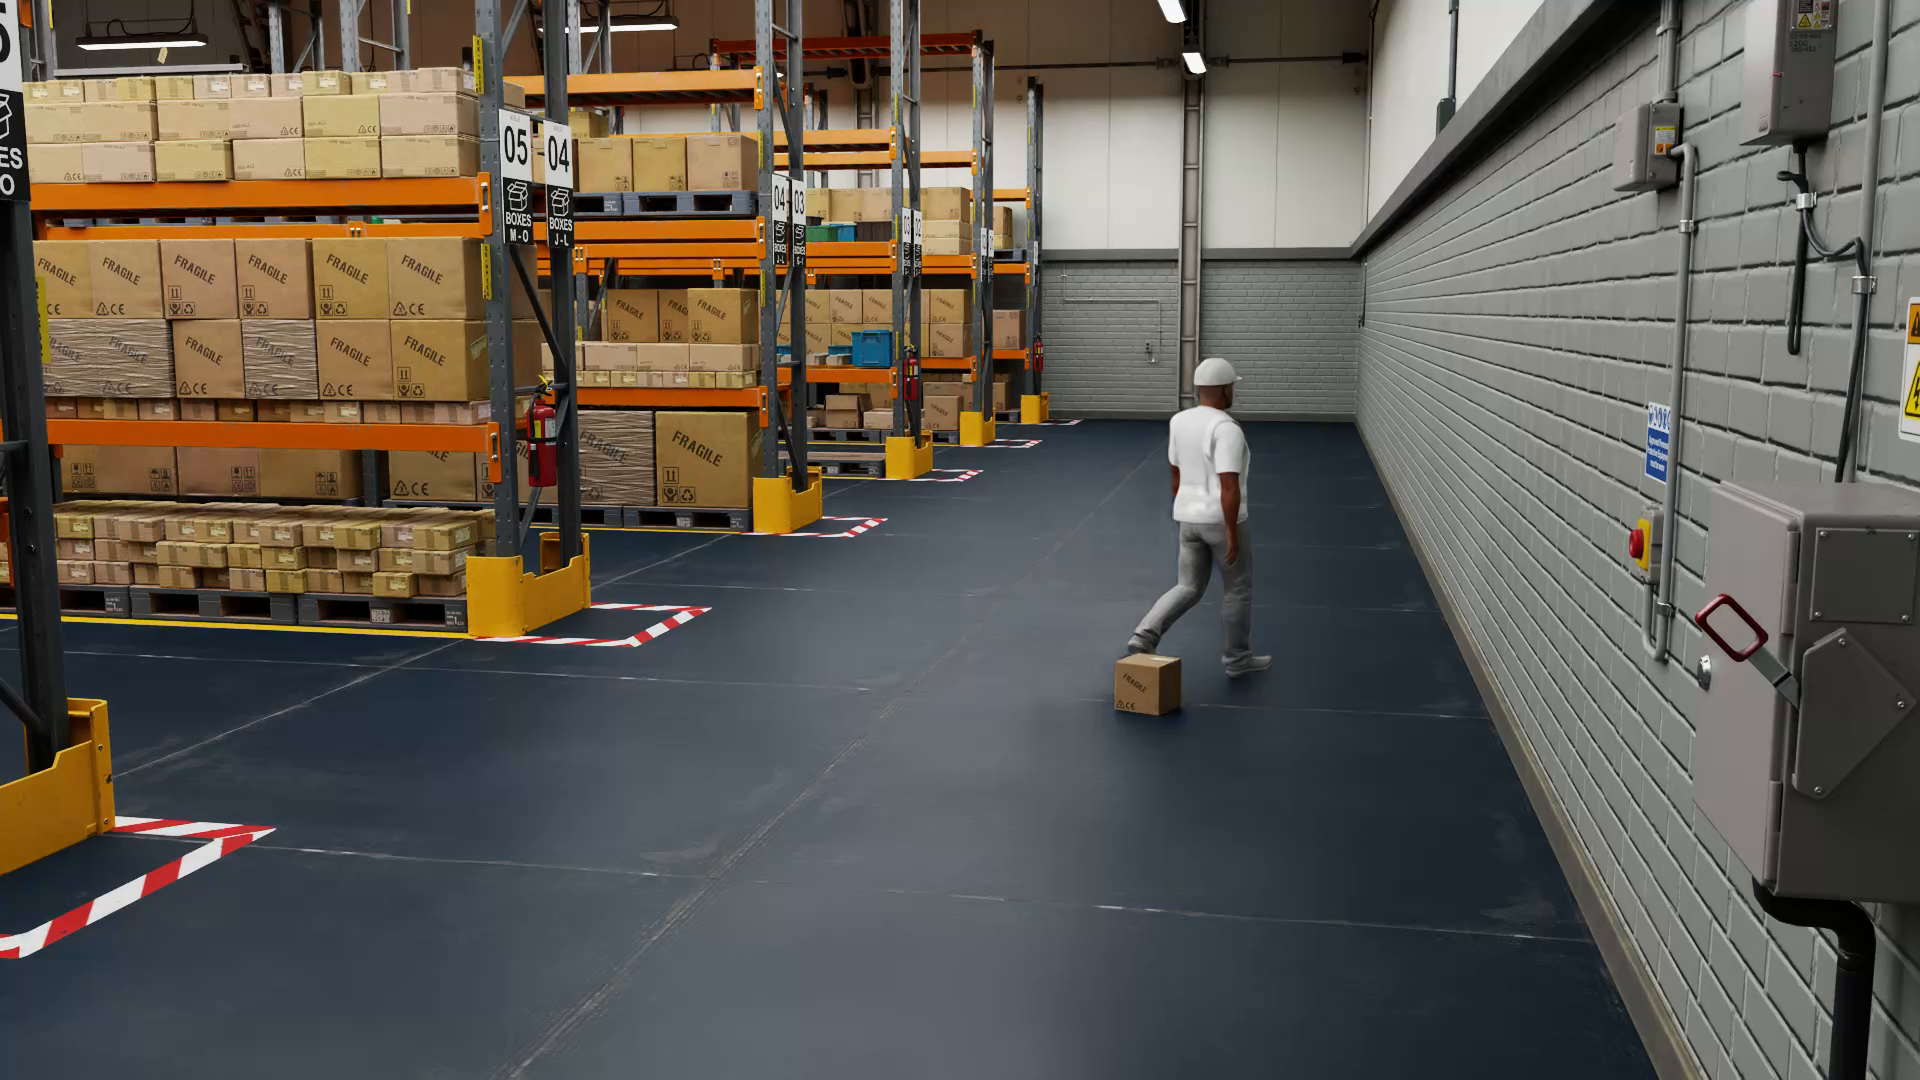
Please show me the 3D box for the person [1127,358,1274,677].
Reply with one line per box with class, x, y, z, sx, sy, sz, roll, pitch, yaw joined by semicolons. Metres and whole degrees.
person;1.319;-0.105;8.970;0.910;1.742;0.591;-6;10;-35
